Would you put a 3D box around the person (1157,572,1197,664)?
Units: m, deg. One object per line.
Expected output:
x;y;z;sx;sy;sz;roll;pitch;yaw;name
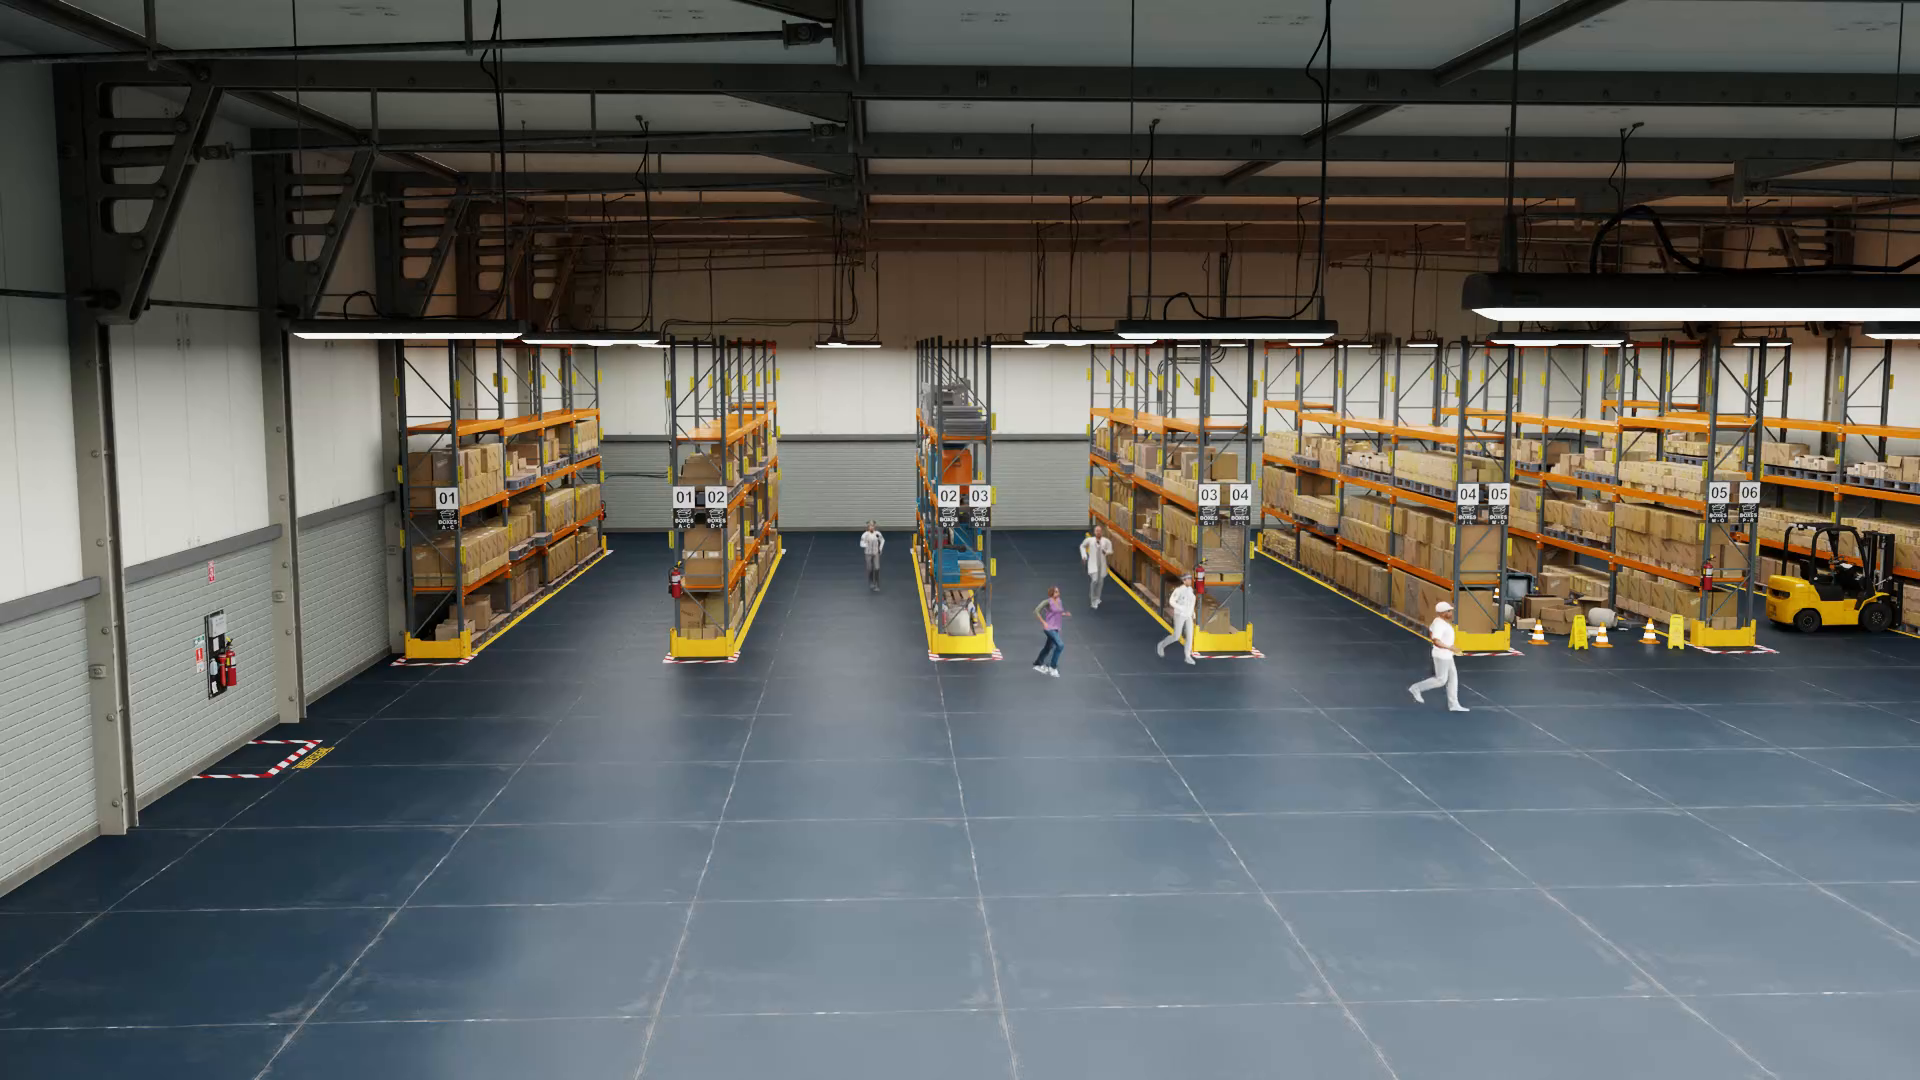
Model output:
4.143;1.414;30.702;0.674;1.642;0.901;-5;8;-38;person

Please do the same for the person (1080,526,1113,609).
3.083;0.609;37.325;0.668;1.848;0.831;-1;7;-9;person

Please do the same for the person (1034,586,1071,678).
1.630;1.614;29.358;0.701;1.641;0.506;4;8;33;person

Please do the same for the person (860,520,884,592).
-2.095;0.380;39.788;0.590;1.735;0.726;-1;7;-5;person

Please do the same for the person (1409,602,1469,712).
7.649;1.855;26.457;0.934;1.756;0.696;3;7;24;person
